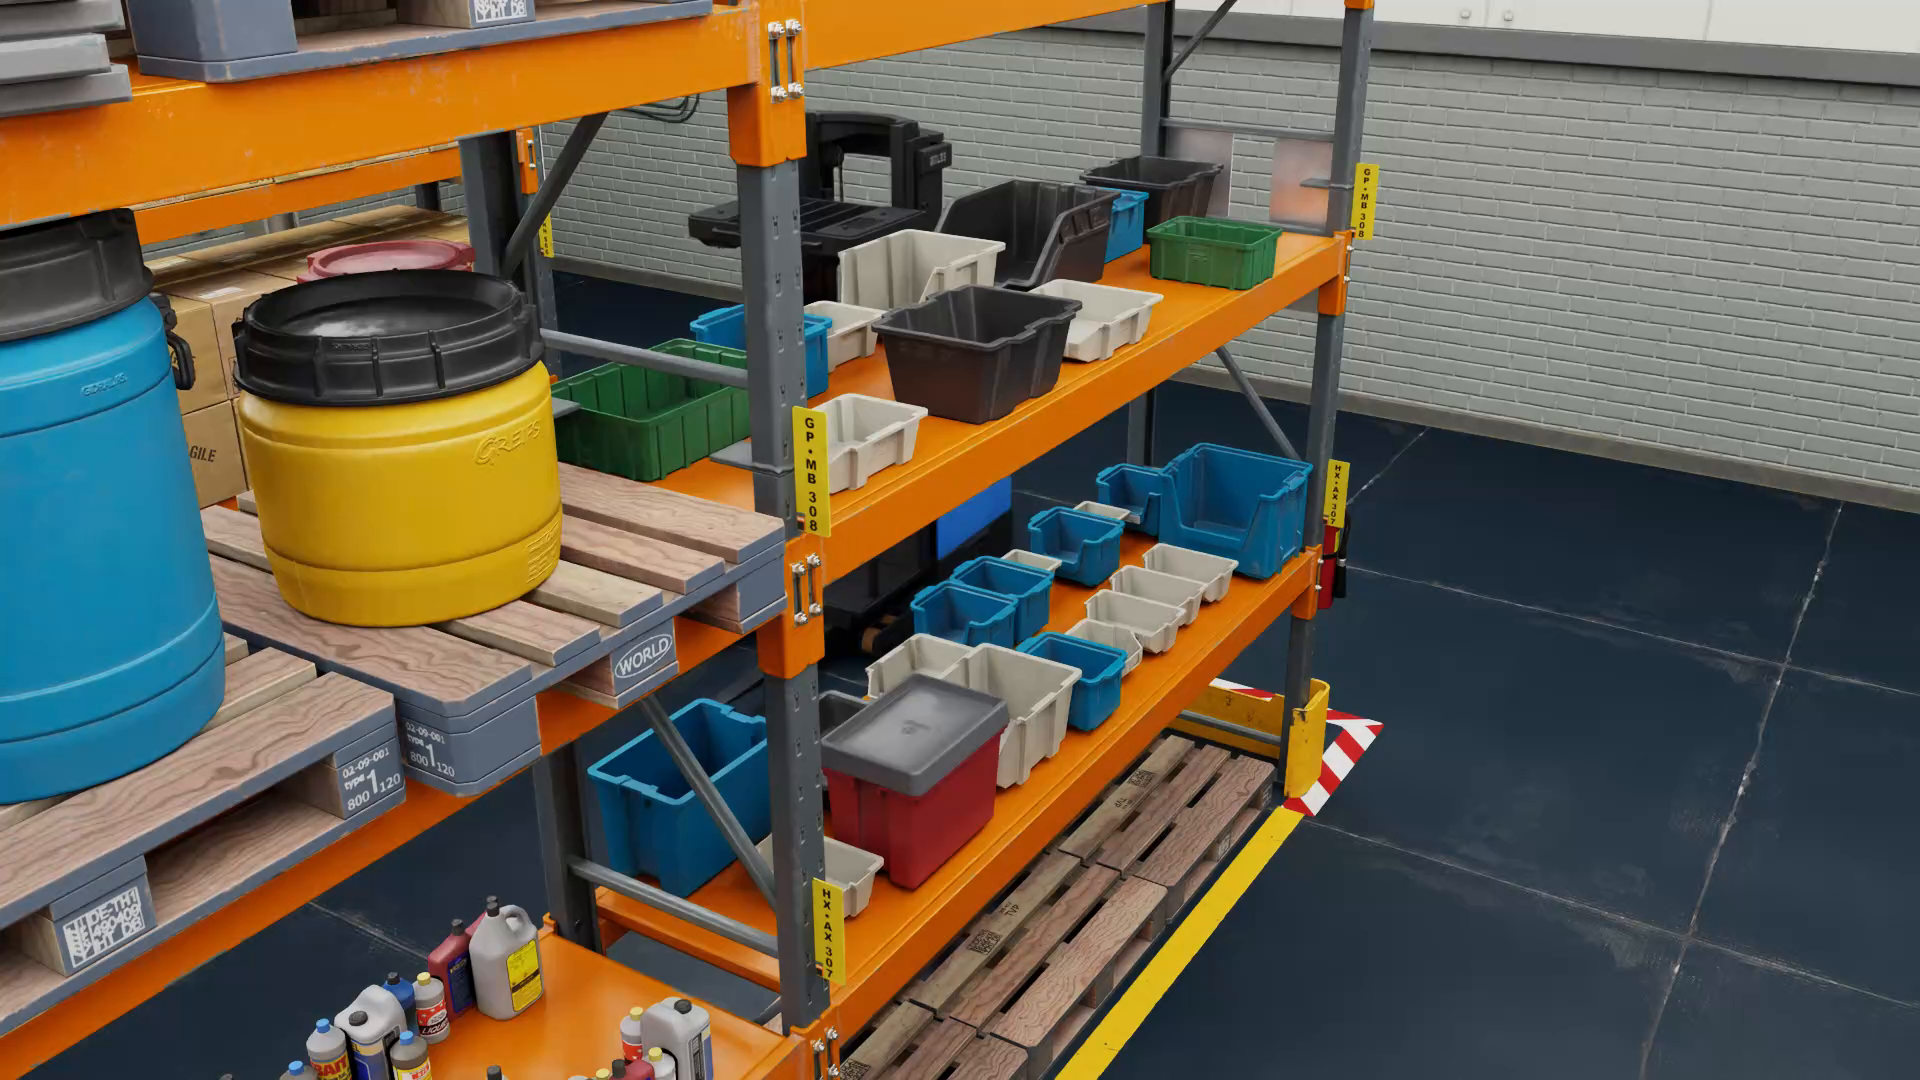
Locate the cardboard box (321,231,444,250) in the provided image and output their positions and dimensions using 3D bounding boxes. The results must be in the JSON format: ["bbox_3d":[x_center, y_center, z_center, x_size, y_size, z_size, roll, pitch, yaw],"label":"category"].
[{"bbox_3d":[-3.192,-1.416,9.361,0.500,0.500,0.500,15,27,30],"label":"cardboard box"}]

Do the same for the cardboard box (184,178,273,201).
[{"bbox_3d":[-3.776,-1.866,8.197,0.500,0.250,0.500,14,27,29],"label":"cardboard box"}]

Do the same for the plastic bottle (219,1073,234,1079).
[{"bbox_3d":[-1.854,1.487,4.186,0.061,0.283,0.133,14,27,29],"label":"plastic bottle"}]

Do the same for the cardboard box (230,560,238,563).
[{"bbox_3d":[-4.049,0.369,9.211,0.797,0.503,0.637,14,27,29],"label":"cardboard box"}]

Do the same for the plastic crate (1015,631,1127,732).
[{"bbox_3d":[0.415,0.546,6.349,0.416,0.233,0.300,14,27,29],"label":"plastic crate"}]

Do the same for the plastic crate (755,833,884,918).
[{"bbox_3d":[-0.462,1.066,5.269,0.396,0.136,0.243,14,27,29],"label":"plastic crate"}]

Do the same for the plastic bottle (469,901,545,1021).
[{"bbox_3d":[-1.312,1.187,4.795,0.144,0.351,0.185,14,27,29],"label":"plastic bottle"}]

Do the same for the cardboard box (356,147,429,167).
[{"bbox_3d":[-3.245,-2.203,8.975,0.500,0.250,0.500,14,27,29],"label":"cardboard box"}]

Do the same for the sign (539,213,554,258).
[{"bbox_3d":[-2.464,-1.843,9.877,0.100,0.325,0.005,14,27,29],"label":"sign"}]

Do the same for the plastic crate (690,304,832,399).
[{"bbox_3d":[-0.620,-0.574,5.236,0.416,0.233,0.300,14,27,29],"label":"plastic crate"}]

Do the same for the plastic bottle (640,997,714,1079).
[{"bbox_3d":[-0.762,1.357,4.496,0.152,0.276,0.135,14,27,29],"label":"plastic bottle"}]

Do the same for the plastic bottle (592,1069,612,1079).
[{"bbox_3d":[-0.922,1.469,4.332,0.097,0.201,0.097,0,23,0],"label":"plastic bottle"}]

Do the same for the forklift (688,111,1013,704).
[{"bbox_3d":[-0.802,-0.873,9.577,1.130,2.935,3.031,12,26,26],"label":"forklift"}]

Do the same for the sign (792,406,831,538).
[{"bbox_3d":[-0.363,-0.165,4.069,0.100,0.325,0.005,14,27,29],"label":"sign"}]

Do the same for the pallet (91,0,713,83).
[{"bbox_3d":[-1.240,-1.098,3.200,1.003,0.211,1.213,14,27,29],"label":"pallet"}]

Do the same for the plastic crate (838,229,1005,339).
[{"bbox_3d":[-0.151,-0.889,5.902,0.437,0.282,0.530,14,27,29],"label":"plastic crate"}]

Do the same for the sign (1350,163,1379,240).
[{"bbox_3d":[1.757,-1.469,7.224,0.100,0.325,0.005,14,27,29],"label":"sign"}]

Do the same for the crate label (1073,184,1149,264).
[{"bbox_3d":[0.520,-1.315,6.924,0.408,0.251,0.502,14,27,29],"label":"crate label"}]

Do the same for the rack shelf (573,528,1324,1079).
[{"bbox_3d":[0.226,0.755,6.637,1.077,0.370,4.000,14,27,29],"label":"rack shelf"}]

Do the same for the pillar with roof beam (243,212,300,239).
[{"bbox_3d":[-2.789,-5.270,12.097,9.100,9.000,0.400,14,27,29],"label":"pillar with roof beam"}]

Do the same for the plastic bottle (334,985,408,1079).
[{"bbox_3d":[-1.590,1.356,4.498,0.152,0.276,0.135,14,27,29],"label":"plastic bottle"}]

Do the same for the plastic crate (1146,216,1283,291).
[{"bbox_3d":[1.003,-1.137,6.592,0.450,0.188,0.336,14,27,29],"label":"plastic crate"}]

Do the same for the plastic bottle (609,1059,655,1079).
[{"bbox_3d":[-0.846,1.441,4.292,0.061,0.283,0.133,14,27,29],"label":"plastic bottle"}]

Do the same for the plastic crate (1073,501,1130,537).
[{"bbox_3d":[0.631,-0.052,7.851,0.250,0.136,0.298,14,27,29],"label":"plastic crate"}]

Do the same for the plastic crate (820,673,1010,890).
[{"bbox_3d":[-0.145,0.794,5.485,0.402,0.464,0.583,14,27,29],"label":"plastic crate"}]

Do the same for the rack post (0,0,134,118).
[{"bbox_3d":[-1.789,-0.714,2.202,0.937,0.300,0.954,17,29,34],"label":"rack post"}]

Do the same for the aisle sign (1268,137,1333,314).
[{"bbox_3d":[1.568,-1.407,7.451,0.394,0.787,0.004,14,27,29],"label":"aisle sign"}]

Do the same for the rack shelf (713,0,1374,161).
[{"bbox_3d":[0.226,-1.815,5.524,1.077,0.370,4.000,14,27,29],"label":"rack shelf"}]

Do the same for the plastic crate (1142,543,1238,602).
[{"bbox_3d":[1.004,0.156,7.370,0.396,0.136,0.243,14,27,29],"label":"plastic crate"}]

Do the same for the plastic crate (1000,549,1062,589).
[{"bbox_3d":[0.274,0.177,7.322,0.250,0.136,0.298,14,27,29],"label":"plastic crate"}]

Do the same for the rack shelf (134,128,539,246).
[{"bbox_3d":[-3.980,-1.661,8.442,1.077,0.370,4.000,14,27,29],"label":"rack shelf"}]

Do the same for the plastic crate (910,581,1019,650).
[{"bbox_3d":[0.018,0.359,6.781,0.416,0.233,0.300,14,27,29],"label":"plastic crate"}]

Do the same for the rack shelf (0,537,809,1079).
[{"bbox_3d":[-1.884,0.728,2.922,1.077,0.370,4.000,14,27,29],"label":"rack shelf"}]

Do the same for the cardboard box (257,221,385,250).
[{"bbox_3d":[-3.653,-1.522,9.606,0.500,0.500,0.500,14,27,29],"label":"cardboard box"}]

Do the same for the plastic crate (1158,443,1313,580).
[{"bbox_3d":[1.263,-0.142,7.683,0.616,0.435,0.499,14,27,29],"label":"plastic crate"}]

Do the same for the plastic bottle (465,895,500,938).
[{"bbox_3d":[-1.385,1.187,4.878,0.061,0.283,0.133,14,27,29],"label":"plastic bottle"}]

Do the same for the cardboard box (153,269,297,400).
[{"bbox_3d":[-3.733,-1.067,8.554,0.500,0.500,0.500,15,27,31],"label":"cardboard box"}]

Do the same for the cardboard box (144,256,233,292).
[{"bbox_3d":[-4.188,-1.183,8.822,0.500,0.500,0.500,14,27,28],"label":"cardboard box"}]

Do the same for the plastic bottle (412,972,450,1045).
[{"bbox_3d":[-1.501,1.313,4.692,0.097,0.201,0.097,0,23,0],"label":"plastic bottle"}]

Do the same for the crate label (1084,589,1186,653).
[{"bbox_3d":[0.713,0.350,6.922,0.396,0.136,0.243,14,27,29],"label":"crate label"}]

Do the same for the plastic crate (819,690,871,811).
[{"bbox_3d":[-0.467,0.764,5.980,0.437,0.125,0.590,14,27,29],"label":"plastic crate"}]

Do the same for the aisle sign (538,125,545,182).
[{"bbox_3d":[-2.629,-2.442,9.842,0.394,0.787,0.004,14,27,29],"label":"aisle sign"}]

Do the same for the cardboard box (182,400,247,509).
[{"bbox_3d":[-4.002,-0.443,8.371,0.500,0.500,0.500,14,27,29],"label":"cardboard box"}]

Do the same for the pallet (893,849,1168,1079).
[{"bbox_3d":[0.168,1.709,7.036,1.003,0.211,1.213,14,27,29],"label":"pallet"}]

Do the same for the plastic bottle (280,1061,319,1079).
[{"bbox_3d":[-1.726,1.457,4.359,0.097,0.201,0.097,0,23,0],"label":"plastic bottle"}]

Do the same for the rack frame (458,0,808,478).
[{"bbox_3d":[-0.829,-1.654,3.743,1.000,3.000,0.127,14,27,29],"label":"rack frame"}]

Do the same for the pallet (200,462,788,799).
[{"bbox_3d":[-1.160,0.095,3.718,1.213,0.211,1.003,14,27,29],"label":"pallet"}]

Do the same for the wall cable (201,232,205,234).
[{"bbox_3d":[-7.264,-3.423,14.103,0.084,1.984,1.851,14,27,29],"label":"wall cable"}]

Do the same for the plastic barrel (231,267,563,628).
[{"bbox_3d":[-1.138,-0.206,3.408,0.600,0.588,0.600,0,23,0],"label":"plastic barrel"}]

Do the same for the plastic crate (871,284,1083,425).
[{"bbox_3d":[0.059,-0.579,5.200,0.497,0.269,0.590,14,27,29],"label":"plastic crate"}]

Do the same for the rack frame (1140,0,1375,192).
[{"bbox_3d":[1.281,-3.004,6.861,1.000,3.000,0.127,14,27,29],"label":"rack frame"}]
